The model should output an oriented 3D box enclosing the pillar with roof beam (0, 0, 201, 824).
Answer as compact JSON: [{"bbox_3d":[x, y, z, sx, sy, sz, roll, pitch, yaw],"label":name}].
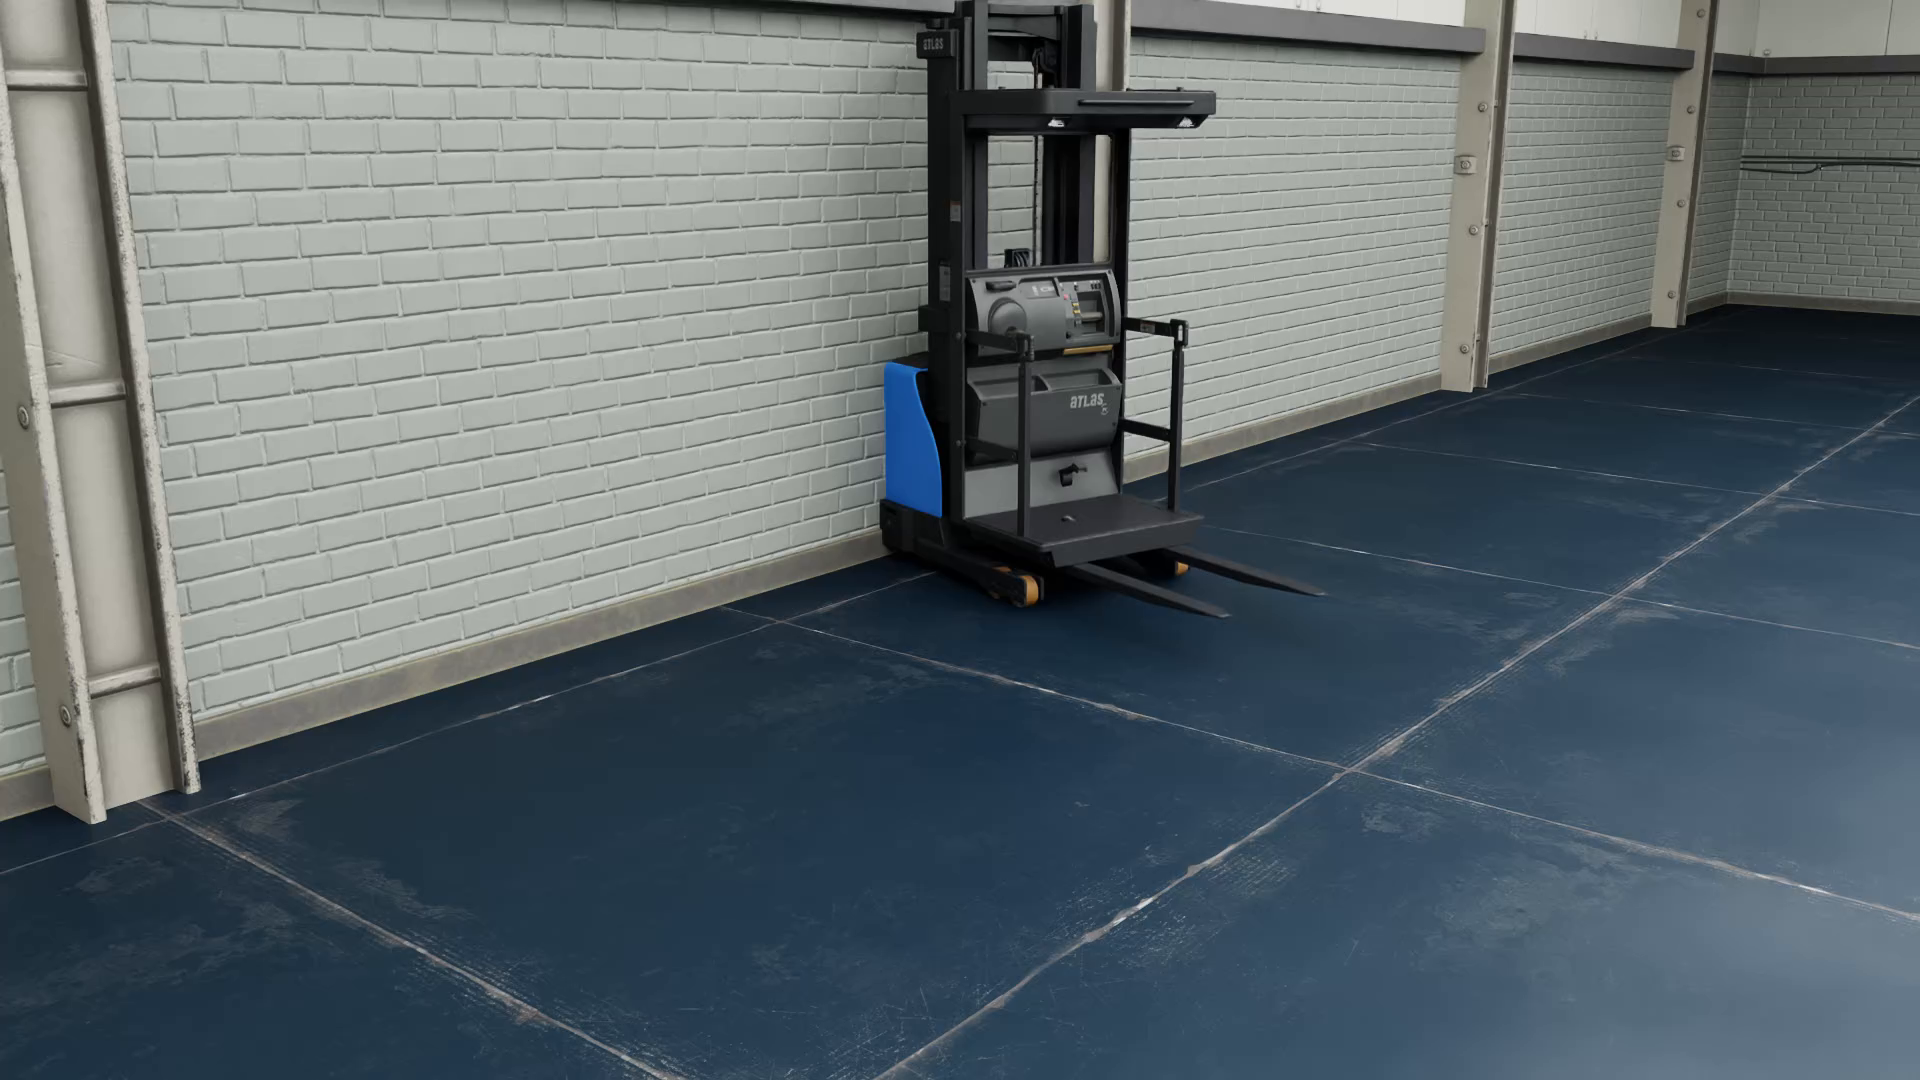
[{"bbox_3d":[0.348,-2.773,2.261,9.100,9.000,0.400,11,18,38],"label":"pillar with roof beam"}]

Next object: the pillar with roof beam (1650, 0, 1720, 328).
[{"bbox_3d":[11.661,-6.220,15.831,9.100,9.000,0.400,11,18,38],"label":"pillar with roof beam"}]

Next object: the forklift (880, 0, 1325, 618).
[{"bbox_3d":[0.570,-1.217,8.460,1.130,2.935,3.031,-10,17,-33],"label":"forklift"}]

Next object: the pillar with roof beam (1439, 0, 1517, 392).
[{"bbox_3d":[7.890,-5.071,11.307,9.100,9.000,0.400,11,18,38],"label":"pillar with roof beam"}]

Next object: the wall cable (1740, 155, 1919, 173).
[{"bbox_3d":[11.193,-5.741,20.251,3.097,2.526,0.112,11,18,38],"label":"wall cable"}]

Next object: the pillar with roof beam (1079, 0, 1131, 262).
[{"bbox_3d":[4.119,-3.922,6.784,9.100,9.000,0.400,11,18,38],"label":"pillar with roof beam"}]
